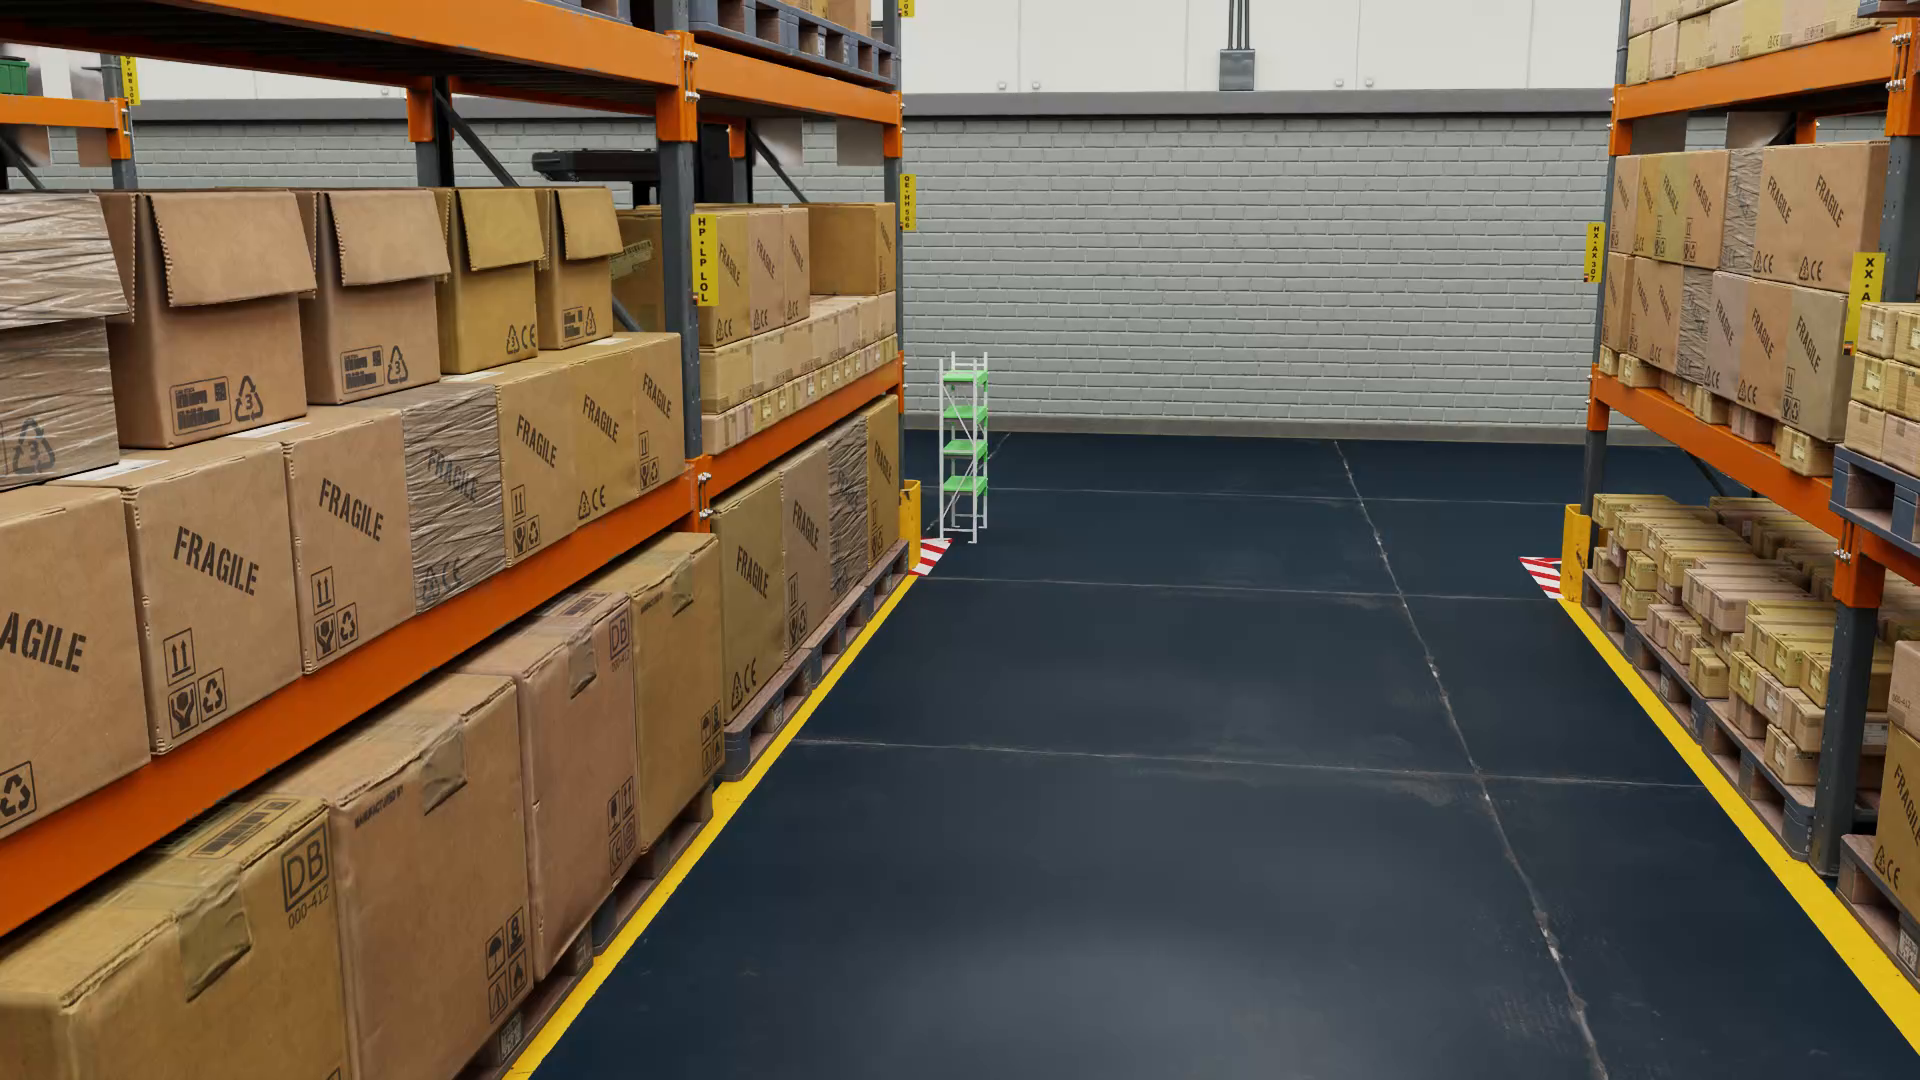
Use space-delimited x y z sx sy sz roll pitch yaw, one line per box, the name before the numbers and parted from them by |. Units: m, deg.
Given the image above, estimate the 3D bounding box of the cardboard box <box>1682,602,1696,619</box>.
cardboard box | 3.564 0.273 7.669 0.380 0.149 0.250 3 12 12

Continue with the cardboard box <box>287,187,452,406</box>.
cardboard box | -1.747 -0.628 4.169 0.797 0.503 0.637 2 12 10

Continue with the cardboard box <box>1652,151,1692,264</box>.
cardboard box | 3.537 -1.531 7.660 0.500 0.500 0.500 2 12 7

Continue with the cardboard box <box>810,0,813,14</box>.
cardboard box | -1.108 -2.764 8.108 0.700 0.500 0.500 1 12 5

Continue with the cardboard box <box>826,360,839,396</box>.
cardboard box | -0.809 -0.801 8.188 0.380 0.149 0.250 2 12 10

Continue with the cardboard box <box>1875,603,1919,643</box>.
cardboard box | 3.792 0.355 6.584 0.380 0.149 0.250 2 12 7

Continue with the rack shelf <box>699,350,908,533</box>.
rack shelf | -1.152 -0.559 8.175 1.077 0.370 4.000 2 12 9

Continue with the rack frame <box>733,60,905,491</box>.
rack frame | -0.844 -1.327 10.031 1.000 3.000 0.127 2 12 9

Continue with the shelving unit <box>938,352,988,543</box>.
shelving unit | 0.025 -0.621 11.027 0.258 1.200 0.503 2 12 9

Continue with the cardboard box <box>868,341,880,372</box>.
cardboard box | -0.652 -1.013 9.169 0.380 0.149 0.250 2 12 9

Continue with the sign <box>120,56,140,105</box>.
sign | -5.192 -2.888 10.404 0.100 0.325 0.005 2 12 9

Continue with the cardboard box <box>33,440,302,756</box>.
cardboard box | -1.654 0.090 3.221 0.500 0.500 0.500 2 12 7

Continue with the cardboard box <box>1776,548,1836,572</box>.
cardboard box | 3.962 0.140 7.582 0.380 0.149 0.250 1 12 7

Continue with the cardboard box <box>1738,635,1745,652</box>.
cardboard box | 3.349 0.492 6.653 0.380 0.149 0.250 2 12 9

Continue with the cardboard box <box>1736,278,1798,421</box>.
cardboard box | 3.302 -0.725 6.294 0.500 0.500 0.500 2 12 7

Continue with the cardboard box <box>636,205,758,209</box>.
cardboard box | -1.335 -1.462 8.529 0.500 0.500 0.500 2 12 7

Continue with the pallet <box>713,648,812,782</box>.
pallet | -1.265 0.713 7.184 1.003 0.211 1.213 2 12 9

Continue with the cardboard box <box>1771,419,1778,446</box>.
cardboard box | 3.378 -0.419 6.415 0.380 0.149 0.250 2 12 7

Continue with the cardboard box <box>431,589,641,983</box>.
cardboard box | -1.675 0.659 4.863 1.225 0.875 0.875 1 12 7

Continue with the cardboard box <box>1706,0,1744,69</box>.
cardboard box | 3.478 -2.129 6.988 0.500 0.250 0.500 2 12 8

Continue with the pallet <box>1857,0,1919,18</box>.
pallet | 3.226 -1.562 4.448 1.213 0.211 1.003 2 12 9

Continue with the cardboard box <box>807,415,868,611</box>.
cardboard box | -1.003 -0.168 8.702 0.875 0.875 0.875 2 12 9

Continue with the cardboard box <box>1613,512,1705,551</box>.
cardboard box | 3.536 -0.040 8.418 0.380 0.149 0.250 2 12 8

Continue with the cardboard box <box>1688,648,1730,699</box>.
cardboard box | 3.309 0.568 7.010 0.380 0.149 0.250 2 12 9

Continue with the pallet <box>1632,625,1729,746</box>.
pallet | 3.680 0.655 7.454 1.003 0.211 1.213 2 12 9

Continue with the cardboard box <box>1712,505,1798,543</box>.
cardboard box | 4.115 -0.079 8.598 0.380 0.149 0.250 2 12 10

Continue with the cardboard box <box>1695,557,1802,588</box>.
cardboard box | 3.498 0.180 7.395 0.380 0.149 0.250 2 12 9

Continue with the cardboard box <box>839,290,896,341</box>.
cardboard box | -0.656 -1.290 9.508 0.500 0.250 0.500 2 12 8

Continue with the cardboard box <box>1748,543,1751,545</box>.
cardboard box | 4.149 0.069 8.616 0.380 0.149 0.250 2 12 7

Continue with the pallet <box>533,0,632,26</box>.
pallet | -1.552 -1.675 4.979 0.805 0.209 1.217 1 12 6

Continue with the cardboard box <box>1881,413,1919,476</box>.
cardboard box | 2.874 -0.270 4.727 0.380 0.149 0.250 2 12 10

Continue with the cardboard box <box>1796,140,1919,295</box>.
cardboard box | 3.231 -1.102 5.672 0.500 0.500 0.500 1 12 7

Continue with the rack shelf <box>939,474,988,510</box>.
rack shelf | 0.025 -0.324 11.091 0.258 0.148 0.480 2 12 9

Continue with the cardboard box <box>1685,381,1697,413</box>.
cardboard box | 3.478 -0.639 7.436 0.380 0.149 0.250 2 12 11

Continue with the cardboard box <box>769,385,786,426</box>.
cardboard box | -0.966 -0.587 7.192 0.380 0.149 0.250 2 12 7

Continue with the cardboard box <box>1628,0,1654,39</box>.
cardboard box | 3.715 -2.698 8.441 0.500 0.250 0.500 2 12 10

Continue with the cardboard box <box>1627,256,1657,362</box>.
cardboard box | 3.642 -1.143 8.233 0.500 0.500 0.500 2 12 9

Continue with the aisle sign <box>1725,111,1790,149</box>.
aisle sign | 4.349 -2.422 8.940 0.394 0.787 0.004 2 12 9

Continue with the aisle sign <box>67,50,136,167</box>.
aisle sign | -5.438 -2.764 10.528 0.394 0.787 0.004 2 12 9

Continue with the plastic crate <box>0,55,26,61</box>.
plastic crate | -6.073 -2.819 10.144 0.497 0.269 0.590 2 12 9

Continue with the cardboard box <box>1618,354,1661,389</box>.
cardboard box | 3.575 -0.857 8.447 0.380 0.149 0.250 2 12 7

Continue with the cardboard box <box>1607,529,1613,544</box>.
cardboard box | 3.707 -0.002 8.945 0.380 0.149 0.250 2 12 11

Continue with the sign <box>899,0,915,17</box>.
sign | -0.310 -3.167 9.535 0.100 0.325 0.005 2 12 9

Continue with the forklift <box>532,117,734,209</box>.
forklift | -2.152 -1.453 10.777 3.031 2.935 1.130 -6 13 -25

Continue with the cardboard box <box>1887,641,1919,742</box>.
cardboard box | 3.051 0.483 4.790 0.500 0.250 0.500 1 12 6

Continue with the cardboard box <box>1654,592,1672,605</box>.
cardboard box | 3.561 0.357 7.989 0.380 0.149 0.250 2 12 9

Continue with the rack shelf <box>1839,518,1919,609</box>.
rack shelf | 3.118 0.455 3.468 1.077 0.370 4.000 2 12 9

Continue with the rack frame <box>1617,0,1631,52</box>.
rack frame | 4.041 -4.078 8.556 1.000 3.000 0.127 2 12 9

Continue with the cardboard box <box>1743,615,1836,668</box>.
cardboard box | 3.255 0.396 6.395 0.380 0.149 0.250 2 12 8

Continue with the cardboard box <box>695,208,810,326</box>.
cardboard box | -0.974 -1.235 7.475 0.500 0.500 0.500 1 12 7

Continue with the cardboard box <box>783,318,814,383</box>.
cardboard box | -0.973 -0.867 7.547 0.500 0.250 0.500 2 12 10

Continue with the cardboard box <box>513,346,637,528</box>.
cardboard box | -1.344 -0.334 5.187 0.500 0.500 0.500 2 12 10
